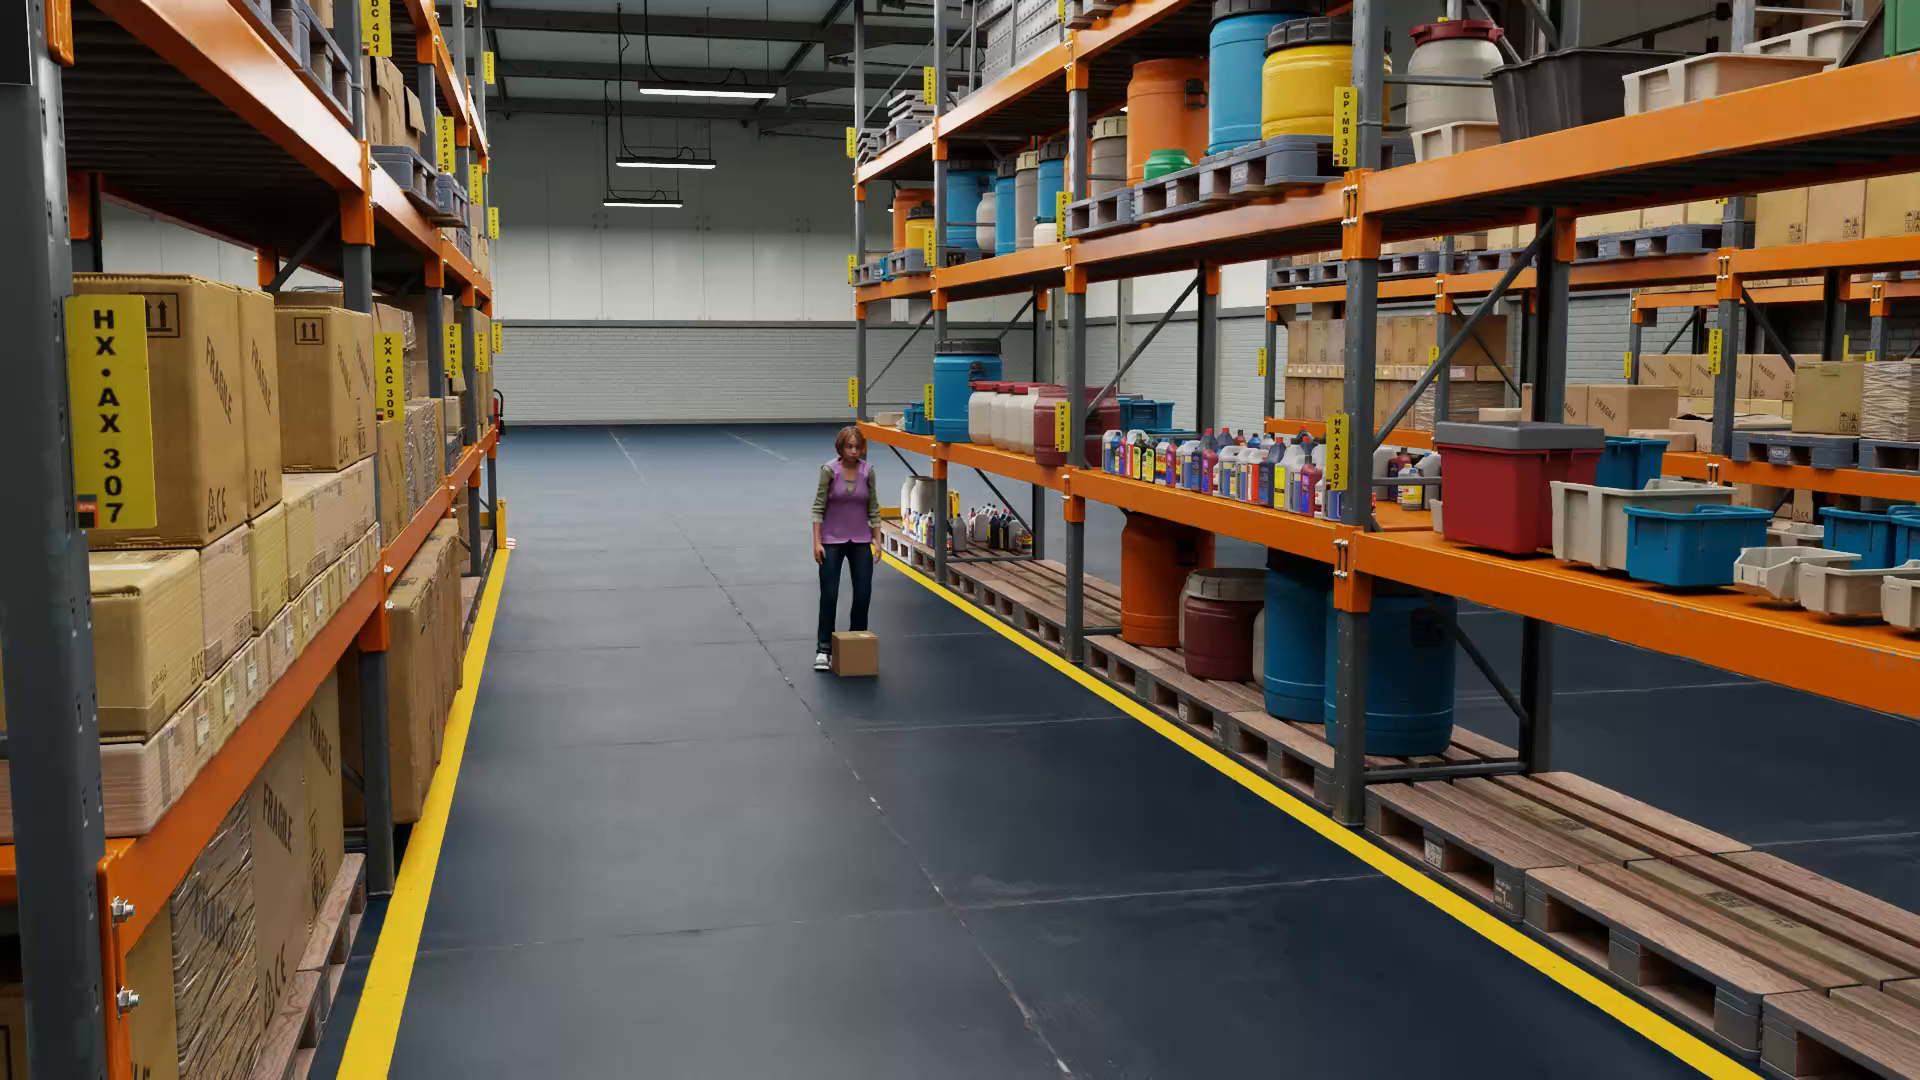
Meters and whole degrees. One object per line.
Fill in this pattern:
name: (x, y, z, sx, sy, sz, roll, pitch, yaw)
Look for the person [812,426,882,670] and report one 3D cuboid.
person: (-0.747, 0.046, 10.960, 0.480, 1.593, 0.344, -2, 7, -16)
